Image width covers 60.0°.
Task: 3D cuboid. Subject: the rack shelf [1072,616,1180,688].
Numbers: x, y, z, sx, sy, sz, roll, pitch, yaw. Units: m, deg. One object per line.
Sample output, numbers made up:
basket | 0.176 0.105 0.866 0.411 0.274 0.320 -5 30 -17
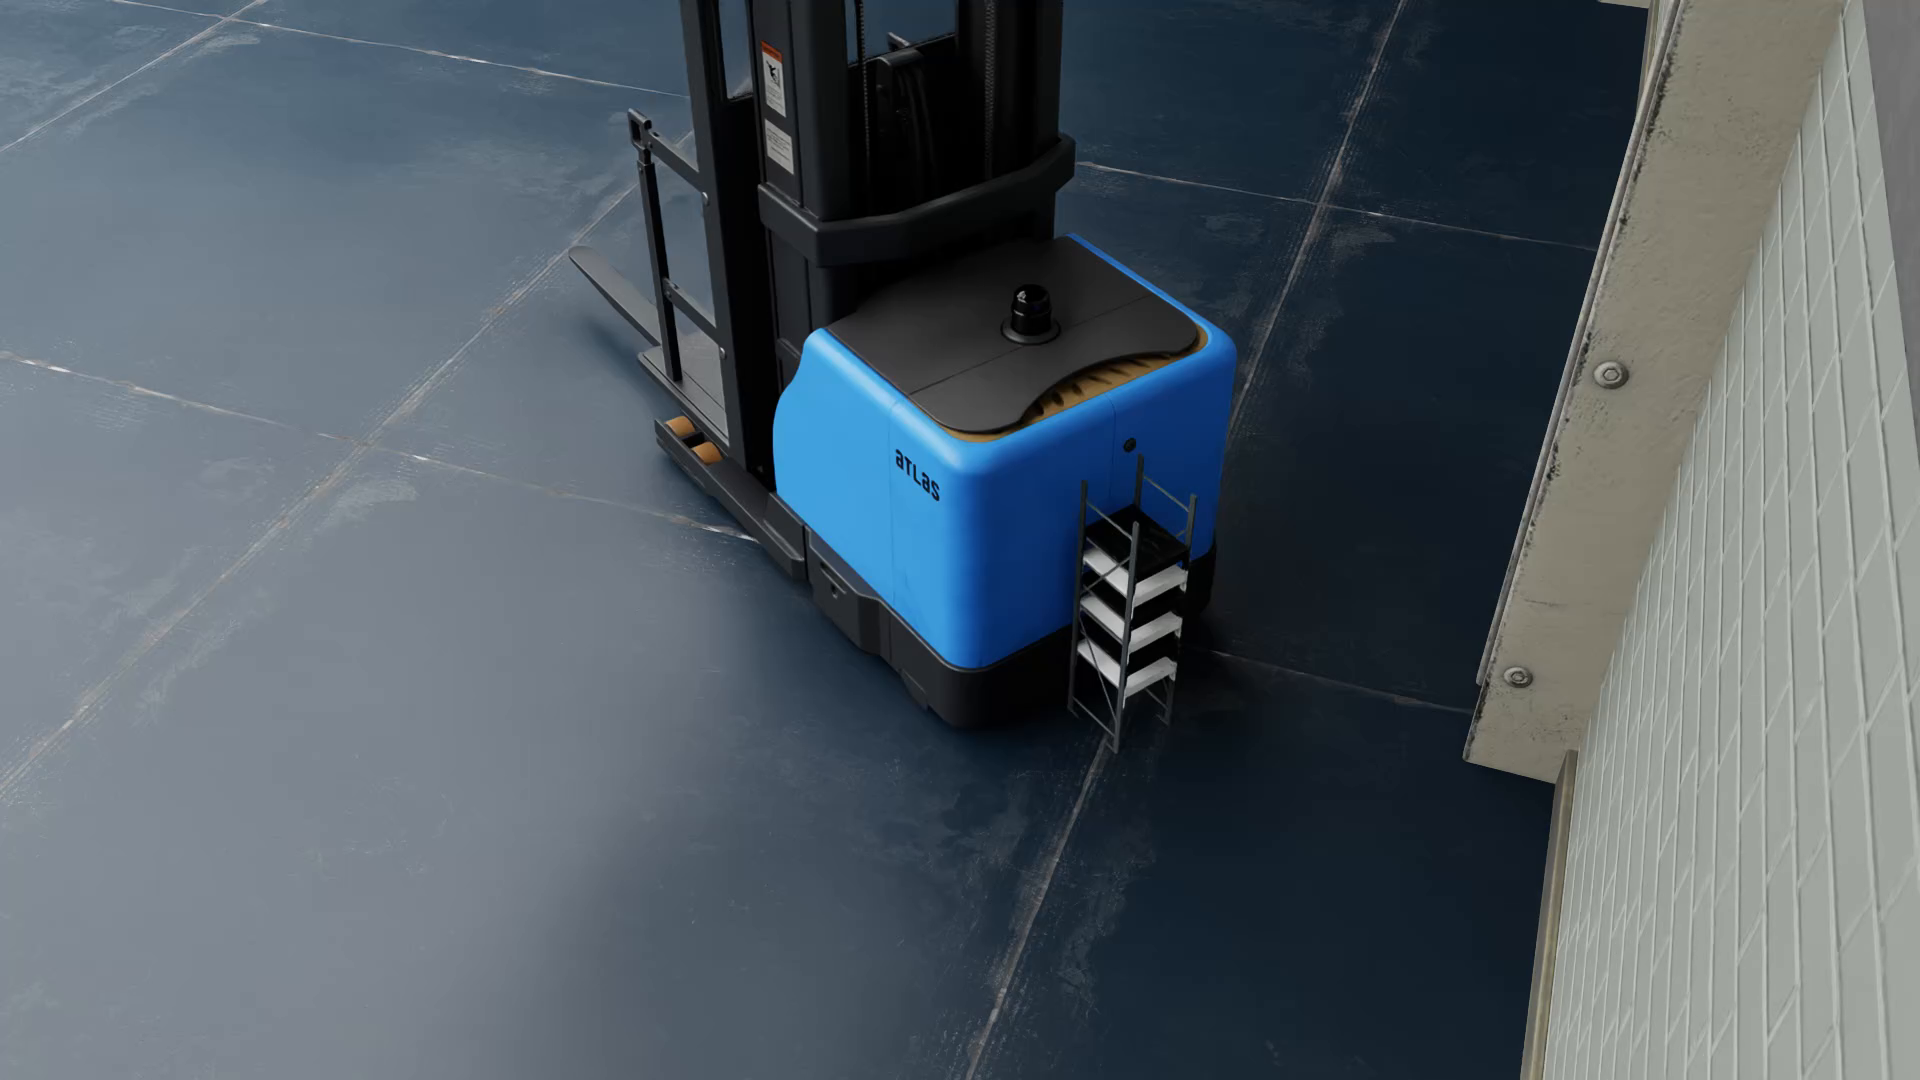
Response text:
rack shelf | 0.487 0.295 4.901 0.200 0.077 0.258 -25 46 -26

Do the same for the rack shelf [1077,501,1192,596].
rack shelf | 0.487 0.021 4.667 0.200 0.077 0.258 -25 46 -26

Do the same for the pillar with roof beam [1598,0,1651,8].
pillar with roof beam | -0.277 -7.466 7.568 9.100 9.000 0.400 13 42 15

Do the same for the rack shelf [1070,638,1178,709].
rack shelf | 0.487 0.363 4.959 0.200 0.077 0.258 -25 46 -26

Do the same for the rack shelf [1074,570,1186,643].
rack shelf | 0.487 0.158 4.784 0.200 0.077 0.258 -25 46 -26

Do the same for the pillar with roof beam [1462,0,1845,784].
pillar with roof beam | -2.329 -3.807 3.279 9.100 9.000 0.400 13 42 15

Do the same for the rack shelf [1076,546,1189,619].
rack shelf | 0.487 0.090 4.725 0.200 0.077 0.258 -25 46 -26

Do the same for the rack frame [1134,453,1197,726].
rack frame | 0.570 0.163 4.866 0.006 0.900 0.240 -25 46 -26

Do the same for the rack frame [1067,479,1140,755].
rack frame | 0.405 0.240 4.776 0.006 0.900 0.240 -25 46 -26

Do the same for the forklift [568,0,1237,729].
forklift | -0.450 -1.463 5.207 1.130 2.935 3.031 -25 46 -26

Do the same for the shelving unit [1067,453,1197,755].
shelving unit | 0.487 0.201 4.821 0.210 0.900 0.258 -25 46 -26

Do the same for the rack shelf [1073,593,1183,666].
rack shelf | 0.487 0.226 4.842 0.200 0.077 0.258 -25 46 -26
